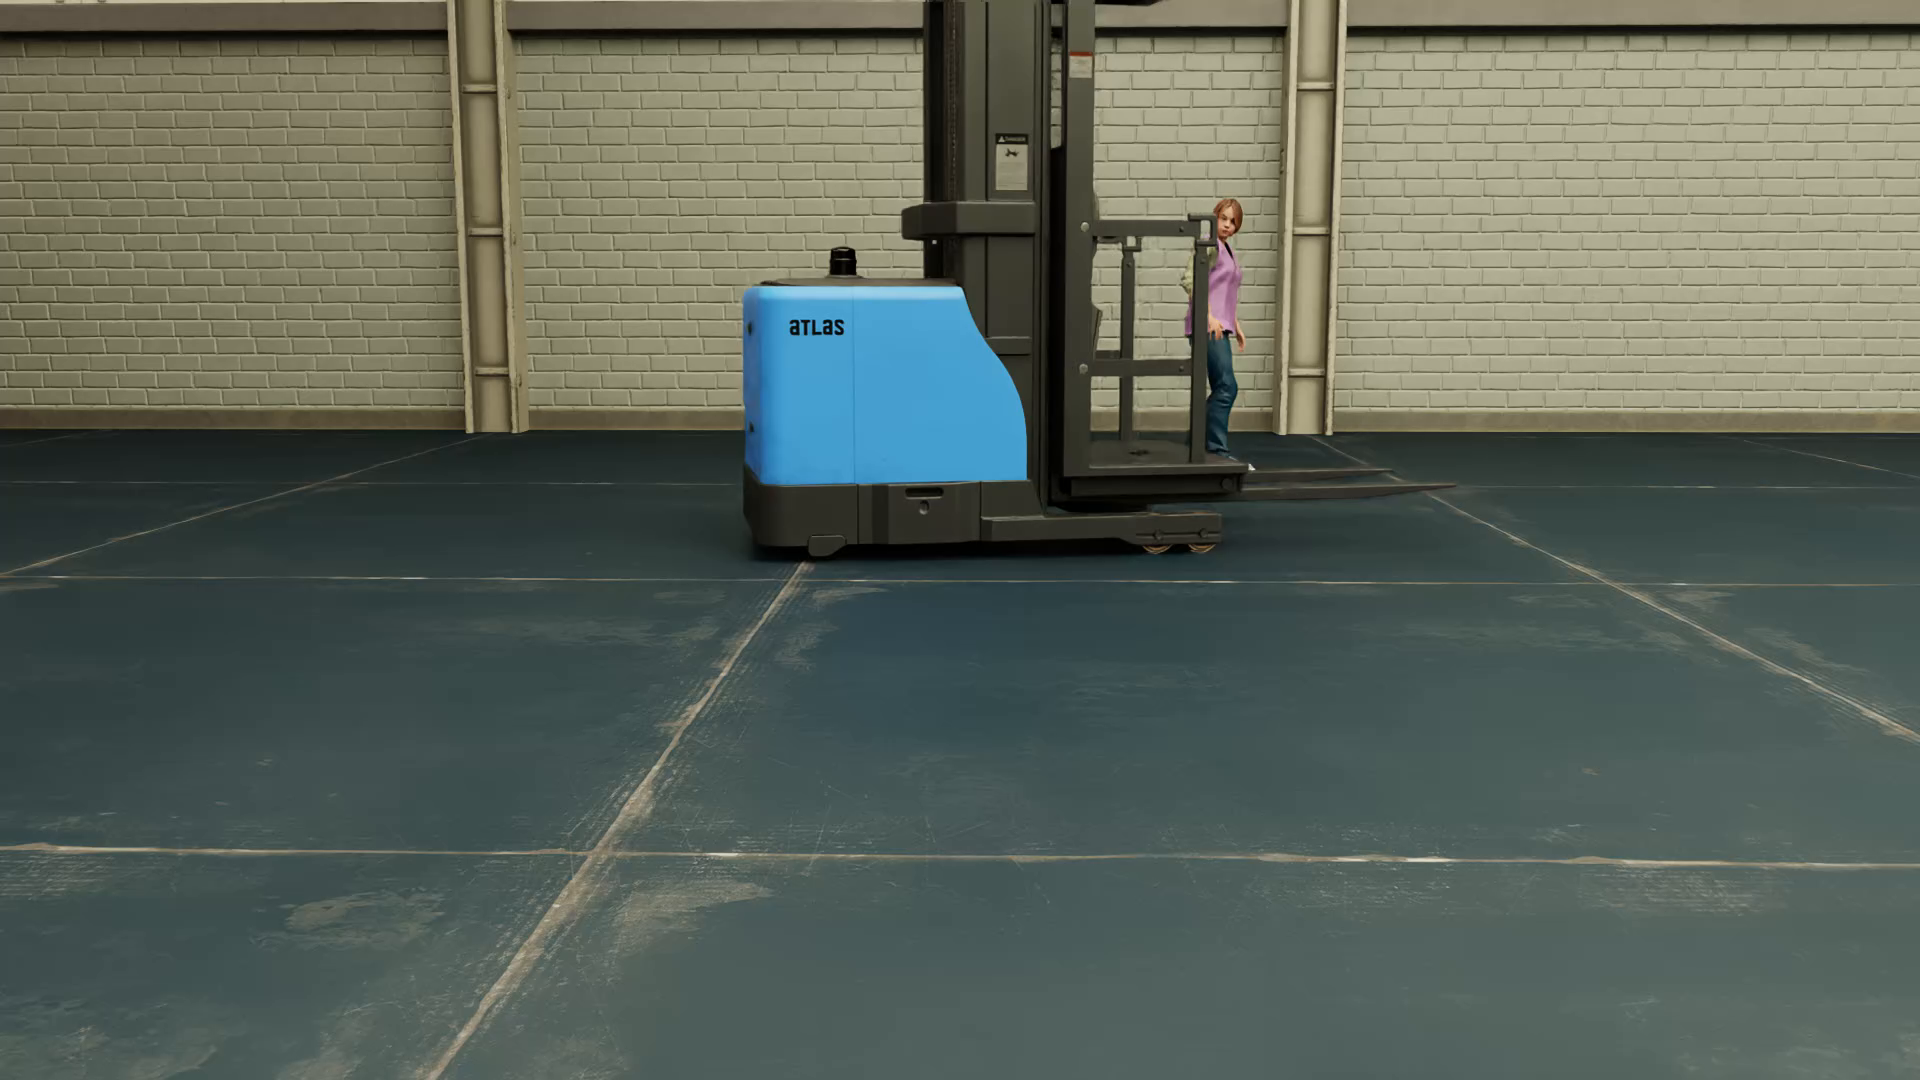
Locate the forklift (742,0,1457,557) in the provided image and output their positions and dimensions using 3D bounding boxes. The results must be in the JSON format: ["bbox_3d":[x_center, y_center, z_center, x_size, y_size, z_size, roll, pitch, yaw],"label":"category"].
[{"bbox_3d":[0.609,-1.471,7.048,3.031,2.935,1.130,-2,9,-11],"label":"forklift"}]

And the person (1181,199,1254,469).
[{"bbox_3d":[1.521,-1.175,9.632,0.451,1.576,0.617,3,9,19],"label":"person"}]
